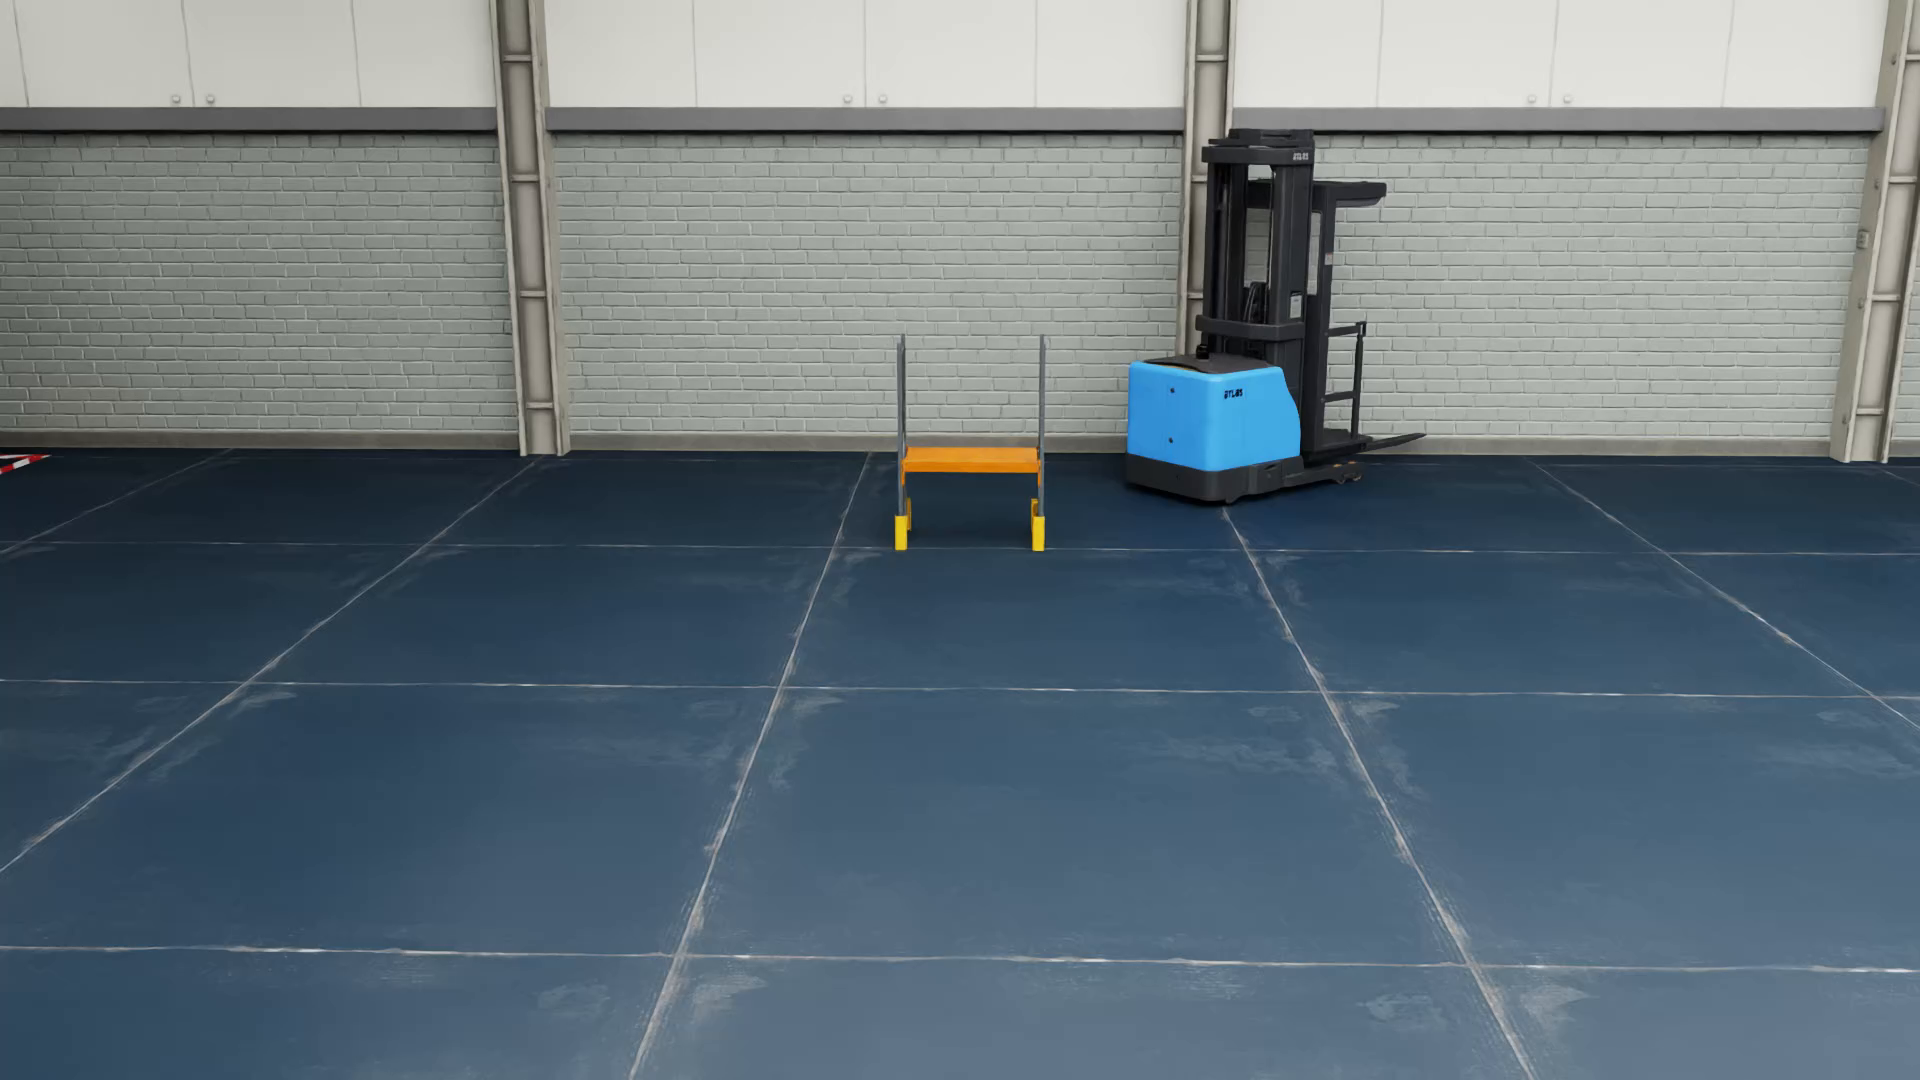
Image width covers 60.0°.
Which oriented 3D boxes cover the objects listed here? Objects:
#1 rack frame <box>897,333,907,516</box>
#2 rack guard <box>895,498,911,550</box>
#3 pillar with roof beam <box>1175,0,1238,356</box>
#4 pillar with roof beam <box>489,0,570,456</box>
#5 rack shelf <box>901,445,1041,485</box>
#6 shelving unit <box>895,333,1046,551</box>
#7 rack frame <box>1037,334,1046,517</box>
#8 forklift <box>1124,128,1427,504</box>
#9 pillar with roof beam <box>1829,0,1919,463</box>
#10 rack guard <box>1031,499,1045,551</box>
[{"bbox_3d":[-0.423,-0.728,12.159,0.032,1.500,0.500,0,15,1],"label":"rack frame"},{"bbox_3d":[-0.422,-0.124,12.319,0.087,0.250,0.587,0,15,1],"label":"rack guard"},{"bbox_3d":[2.049,-4.025,9.957,0.400,9.000,9.100,0,15,1],"label":"pillar with roof beam"},{"bbox_3d":[-3.949,-4.064,10.106,0.400,9.000,9.100,0,15,1],"label":"pillar with roof beam"},{"bbox_3d":[0.085,-0.551,12.192,1.000,0.185,0.538,0,15,1],"label":"rack shelf"},{"bbox_3d":[0.076,-0.725,12.147,1.083,1.500,0.587,0,15,1],"label":"shelving unit"},{"bbox_3d":[0.593,-0.721,12.134,0.032,1.500,0.500,0,15,1],"label":"rack frame"},{"bbox_3d":[2.852,-1.990,14.139,3.031,2.935,1.130,-11,19,-37],"label":"forklift"},{"bbox_3d":[8.047,-3.986,9.809,0.400,9.000,9.100,0,15,1],"label":"pillar with roof beam"},{"bbox_3d":[0.574,-0.117,12.294,0.087,0.250,0.587,0,15,1],"label":"rack guard"}]
